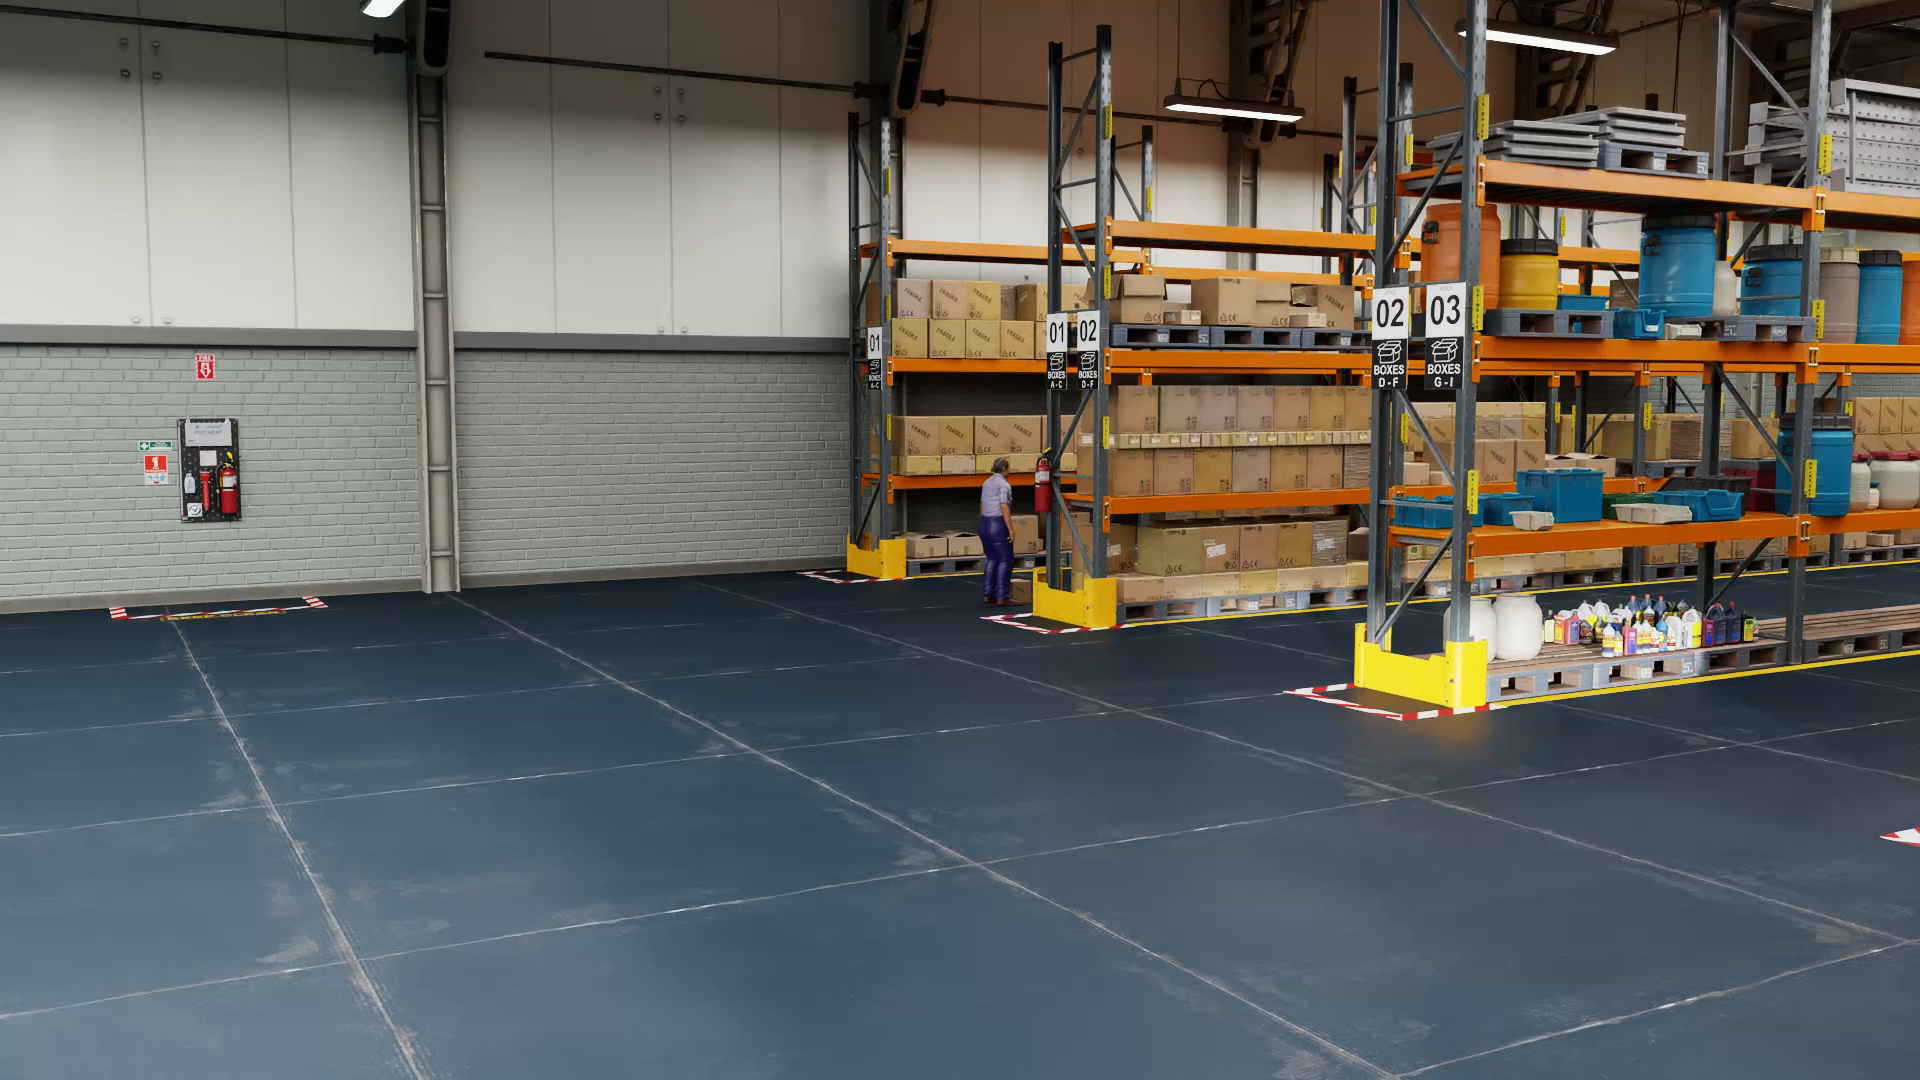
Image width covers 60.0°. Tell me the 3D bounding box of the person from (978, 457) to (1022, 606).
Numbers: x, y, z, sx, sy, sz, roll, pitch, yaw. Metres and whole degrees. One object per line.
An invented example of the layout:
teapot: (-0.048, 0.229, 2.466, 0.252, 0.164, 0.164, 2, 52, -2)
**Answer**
person: (0.424, -0.103, 18.690, 0.367, 1.652, 0.557, -3, 6, -31)
